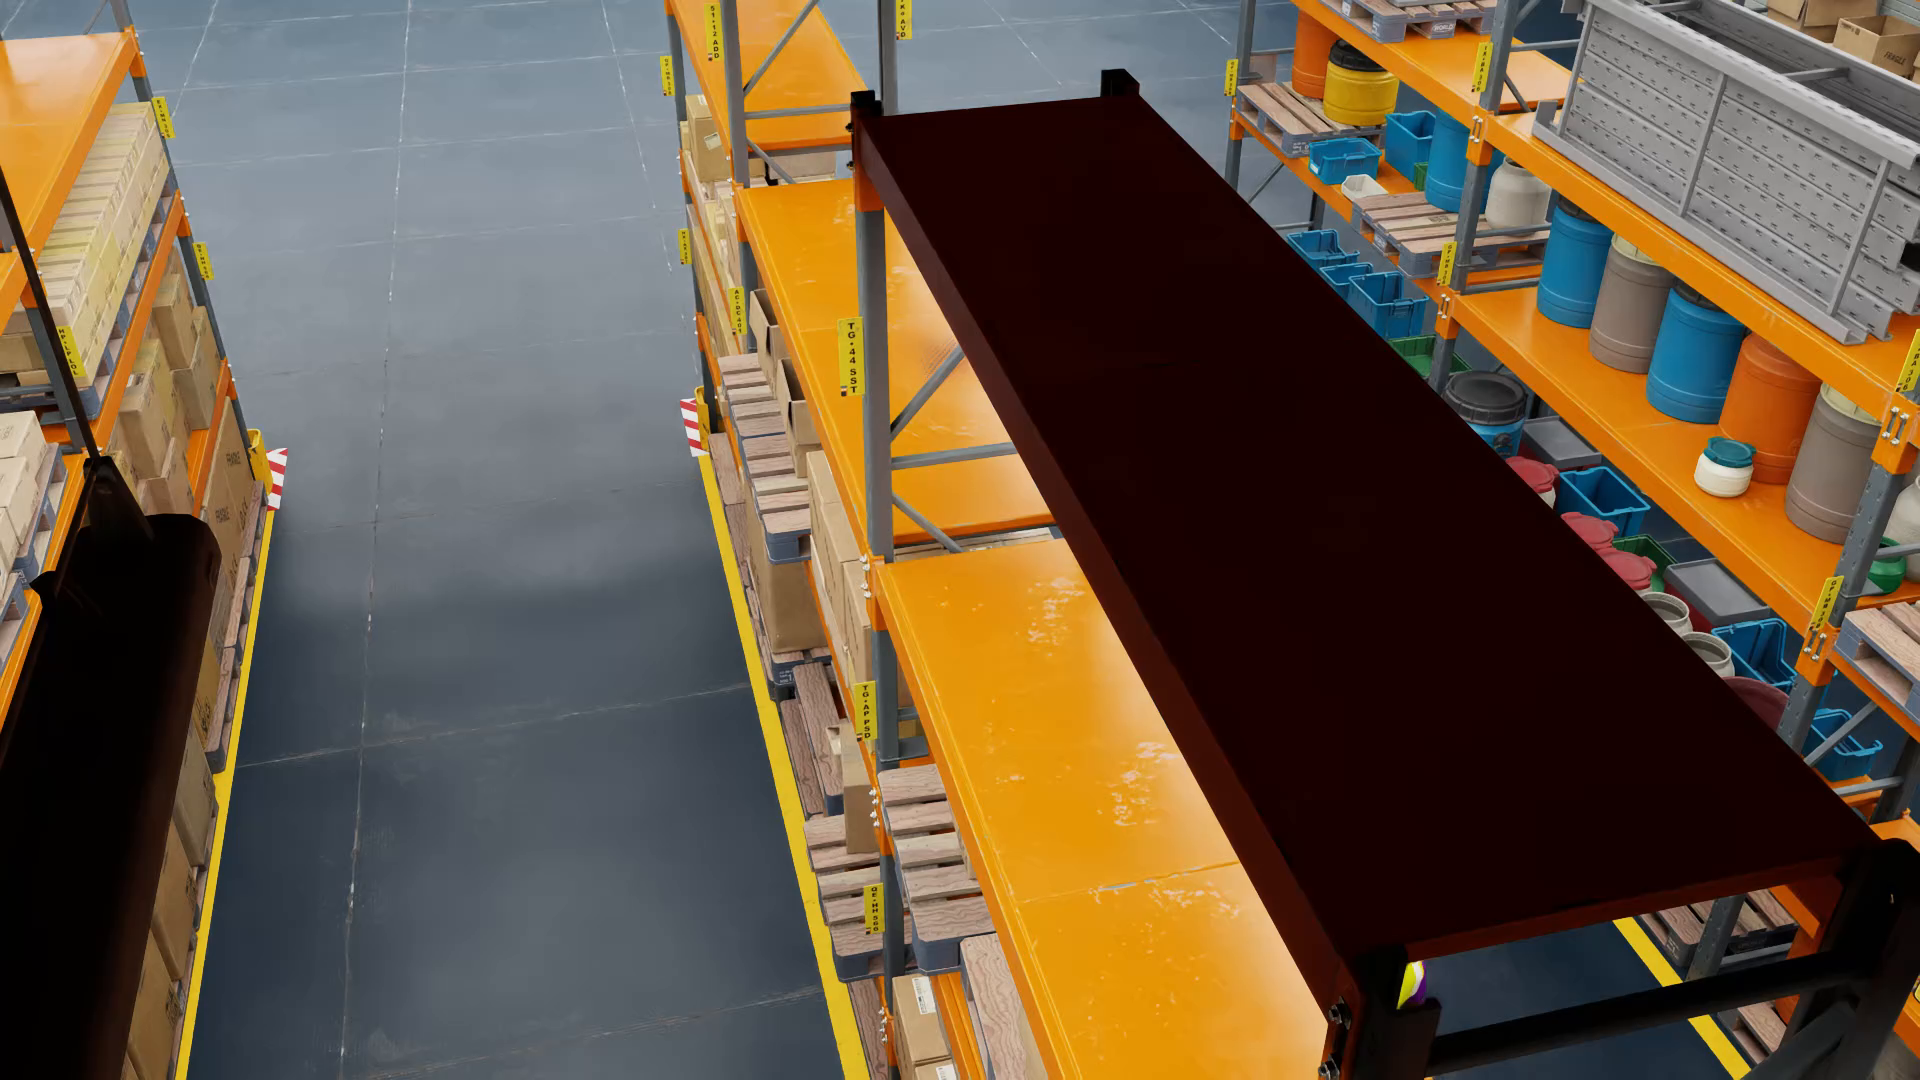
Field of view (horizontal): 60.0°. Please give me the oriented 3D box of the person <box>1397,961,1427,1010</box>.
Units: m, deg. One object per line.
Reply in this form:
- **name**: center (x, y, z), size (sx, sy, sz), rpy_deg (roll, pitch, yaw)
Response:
- **person**: center (2.019, 2.531, 8.615), size (0.684, 1.718, 1.028), rpy_deg (-9, 35, -13)
